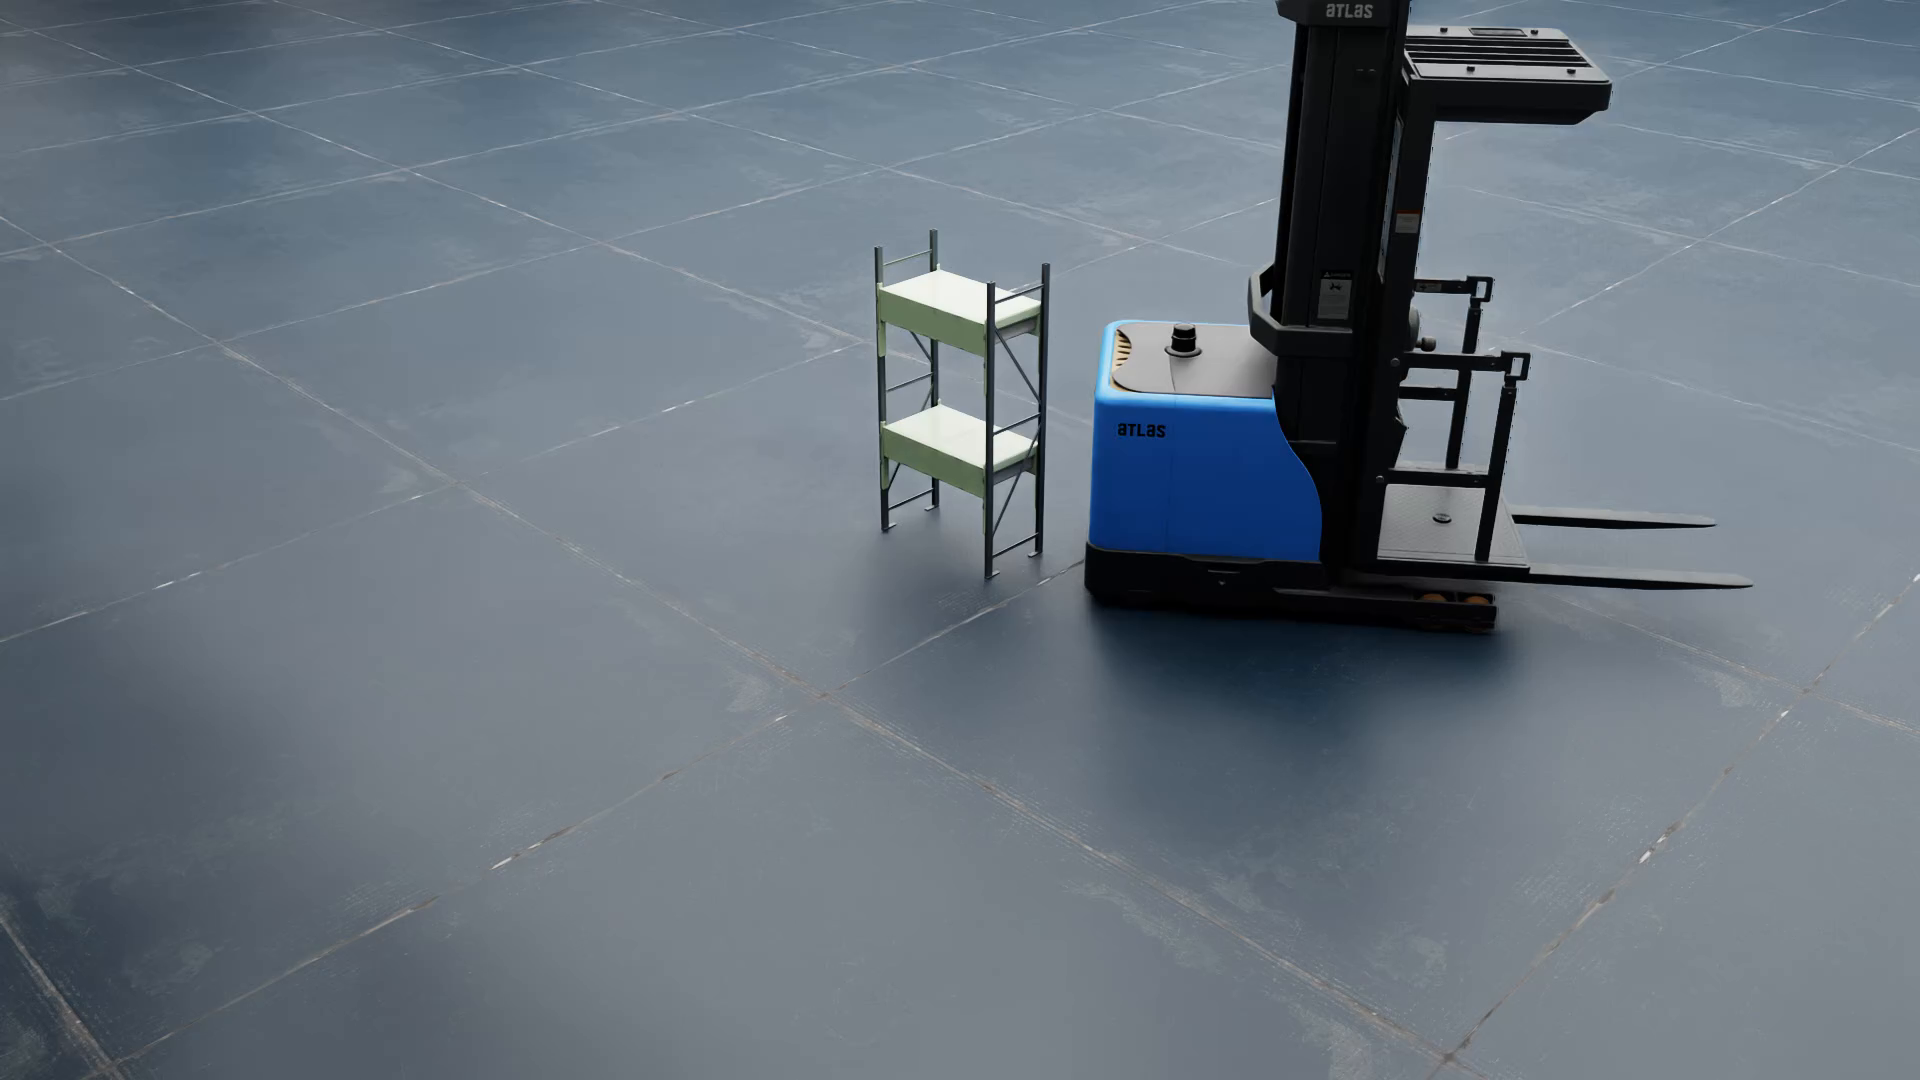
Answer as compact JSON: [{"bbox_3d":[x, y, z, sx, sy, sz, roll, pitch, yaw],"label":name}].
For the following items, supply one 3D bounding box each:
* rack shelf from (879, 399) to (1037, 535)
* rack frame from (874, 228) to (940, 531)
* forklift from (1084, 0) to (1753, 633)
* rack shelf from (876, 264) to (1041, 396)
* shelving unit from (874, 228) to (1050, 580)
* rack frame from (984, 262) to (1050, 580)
[{"bbox_3d":[0.005,-0.373,8.225,0.720,0.370,0.431,25,36,38],"label":"rack shelf"},{"bbox_3d":[-0.256,-0.781,8.300,0.023,1.500,0.400,25,36,38],"label":"rack frame"},{"bbox_3d":[2.144,-1.134,7.433,3.031,2.935,1.130,3,28,6],"label":"forklift"},{"bbox_3d":[0.005,-1.007,7.891,0.720,0.370,0.431,25,36,38],"label":"rack shelf"},{"bbox_3d":[0.005,-0.662,8.073,0.755,1.500,0.431,25,36,38],"label":"shelving unit"},{"bbox_3d":[0.266,-0.542,7.846,0.023,1.500,0.400,25,36,38],"label":"rack frame"}]
